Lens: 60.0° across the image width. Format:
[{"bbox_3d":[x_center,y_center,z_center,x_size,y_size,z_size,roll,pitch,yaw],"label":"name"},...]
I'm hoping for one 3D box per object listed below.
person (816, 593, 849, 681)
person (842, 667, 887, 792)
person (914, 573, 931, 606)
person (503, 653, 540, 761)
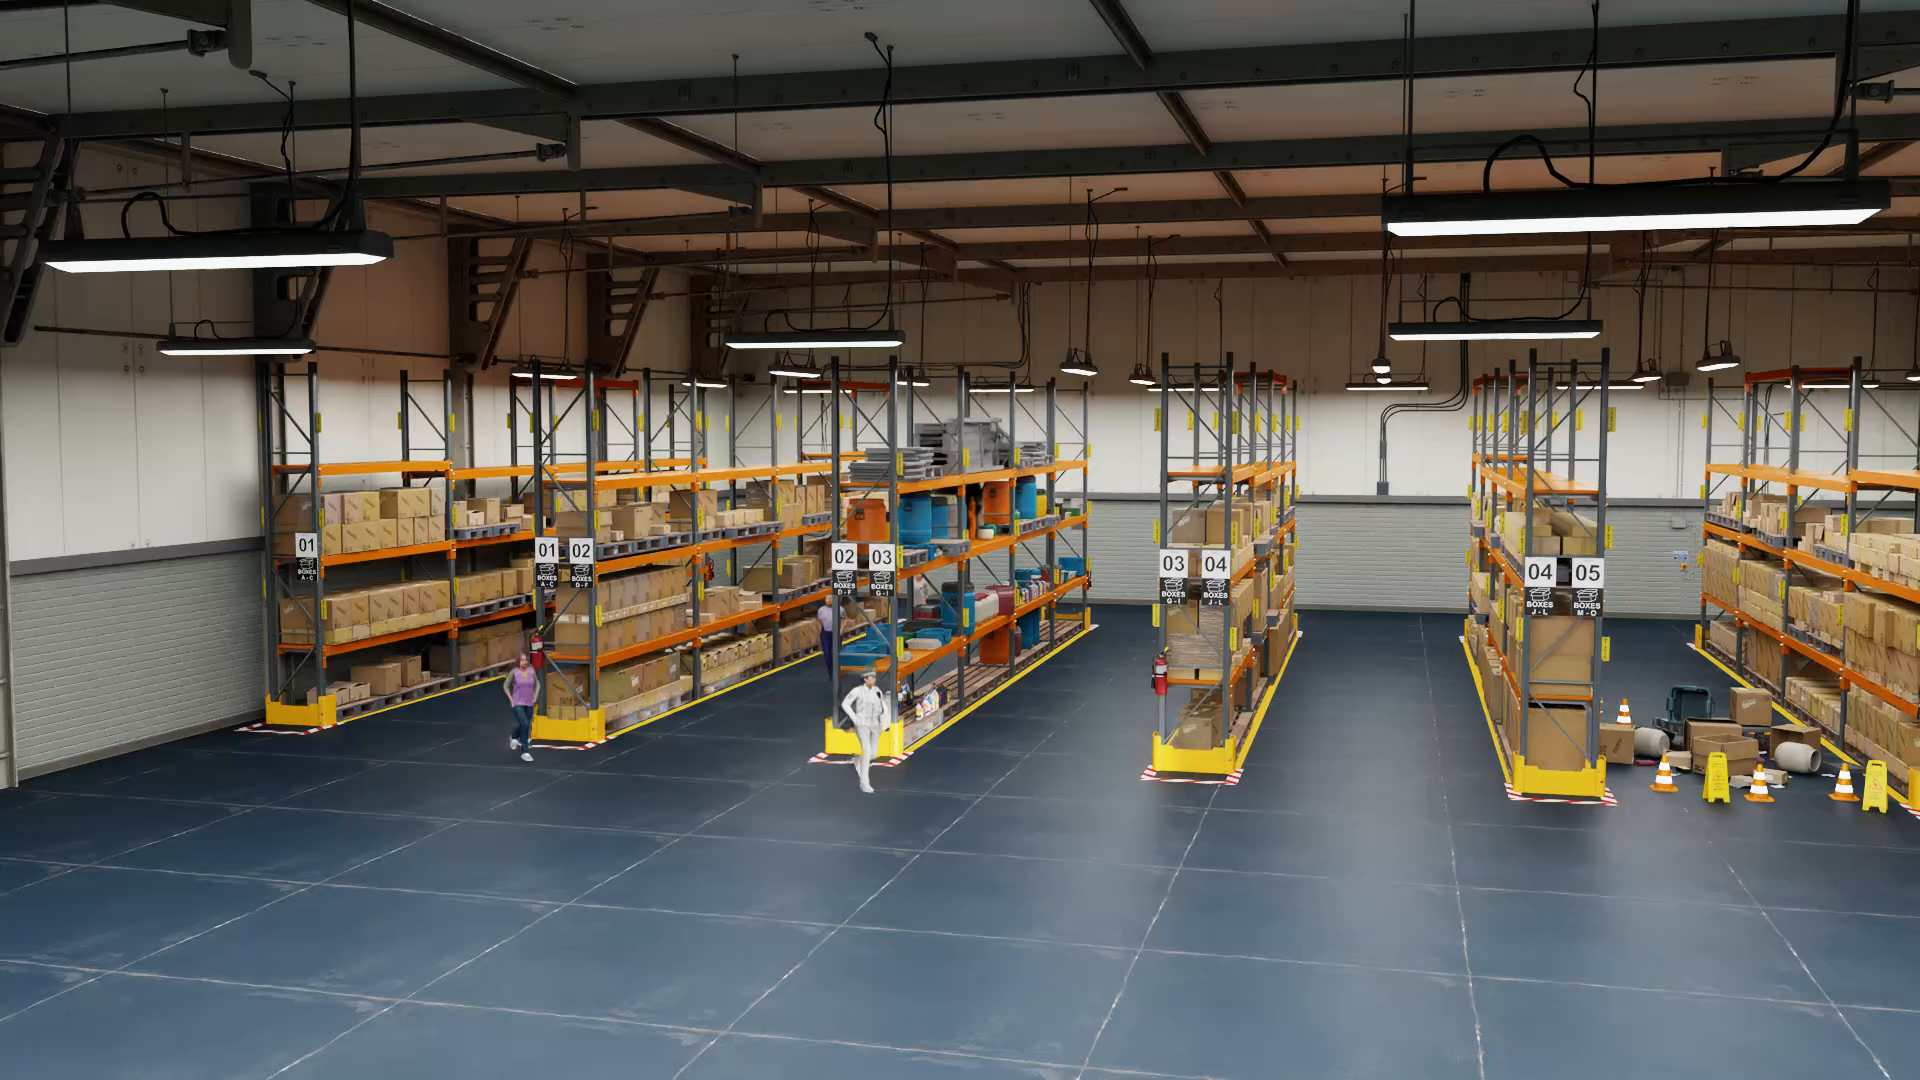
[{"bbox_3d":[-2.347,1.803,30.235,0.579,1.657,0.575,1,4,8],"label":"person"},{"bbox_3d":[-1.275,2.579,22.960,0.641,1.677,0.826,-3,5,-37],"label":"person"},{"bbox_3d":[-0.961,1.465,38.911,0.542,1.618,0.599,1,4,8],"label":"person"},{"bbox_3d":[-6.529,2.458,24.789,0.537,1.583,0.781,-3,5,-37],"label":"person"}]
